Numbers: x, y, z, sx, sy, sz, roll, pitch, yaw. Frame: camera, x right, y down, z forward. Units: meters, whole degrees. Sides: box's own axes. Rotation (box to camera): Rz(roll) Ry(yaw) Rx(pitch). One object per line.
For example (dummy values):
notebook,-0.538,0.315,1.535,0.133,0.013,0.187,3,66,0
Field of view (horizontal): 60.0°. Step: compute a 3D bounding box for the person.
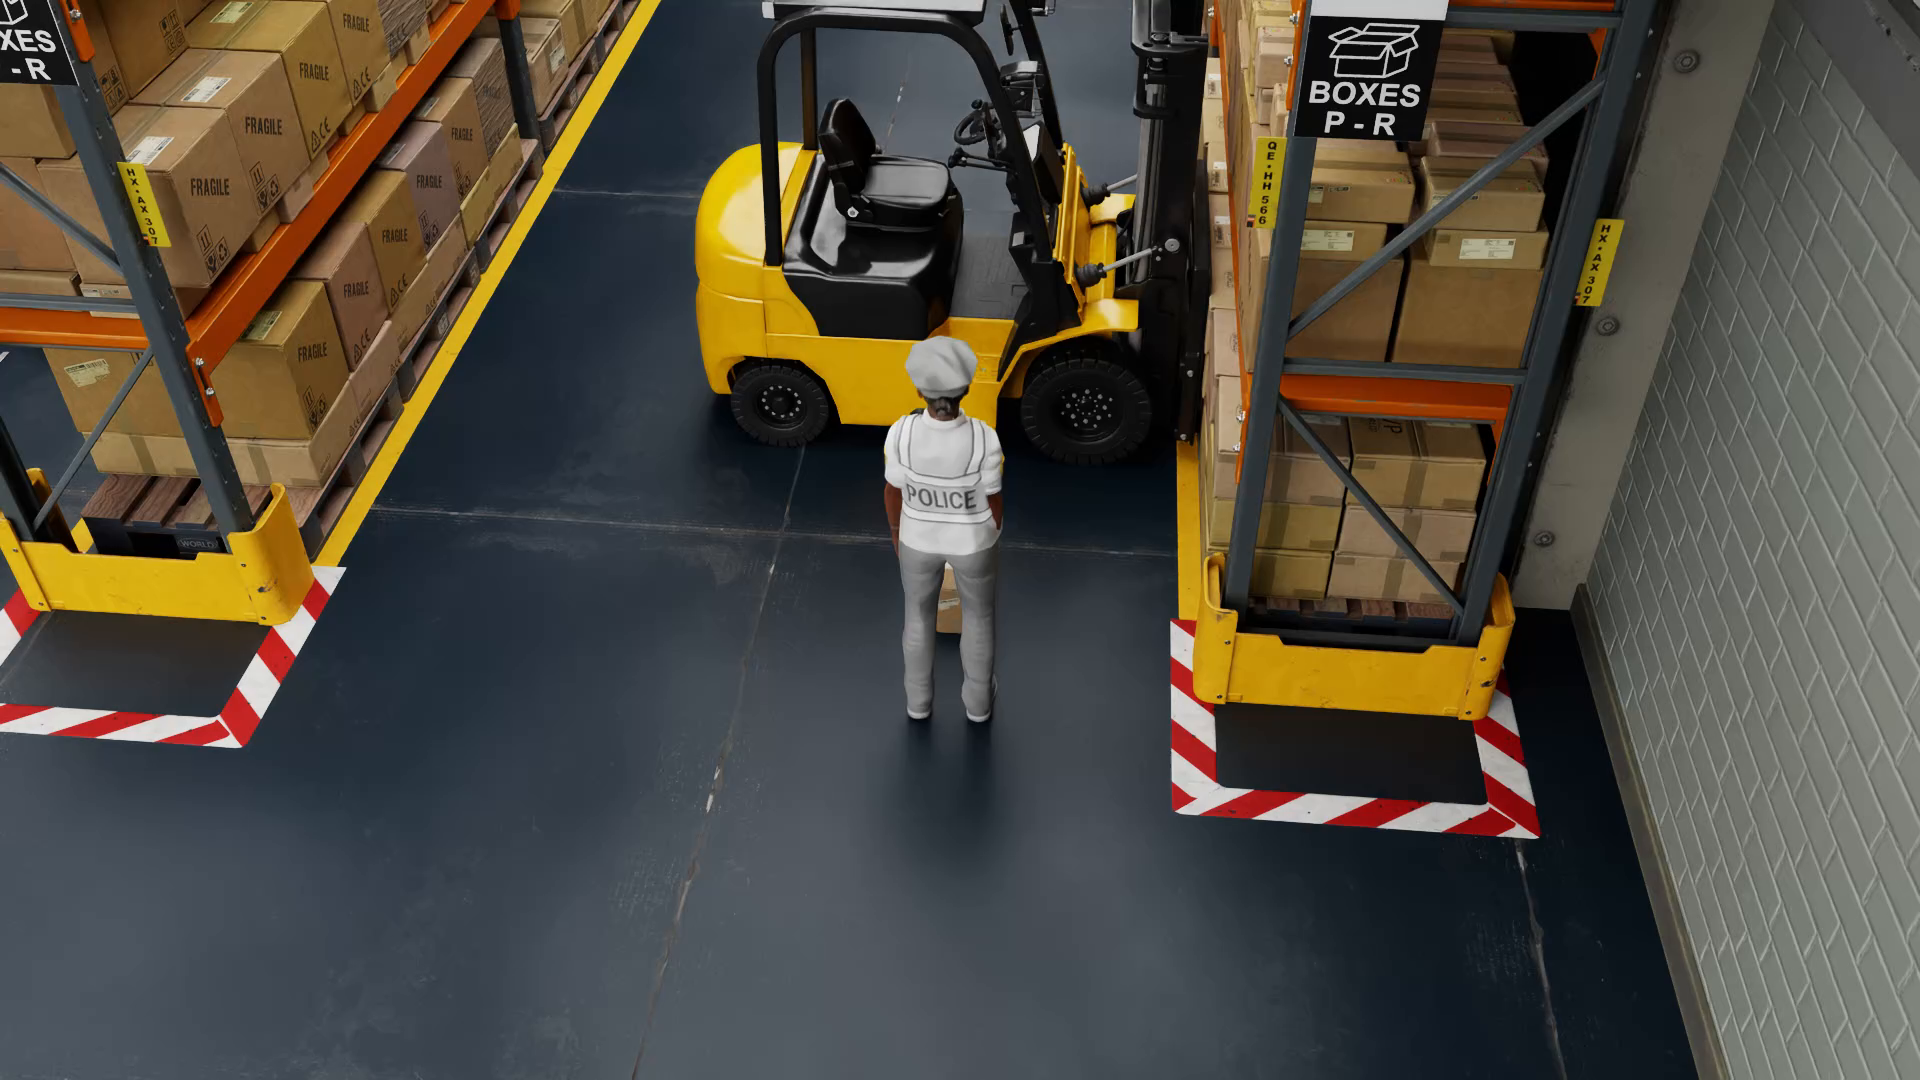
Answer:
person,-0.056,-0.001,6.169,0.437,1.677,0.341,4,40,5
